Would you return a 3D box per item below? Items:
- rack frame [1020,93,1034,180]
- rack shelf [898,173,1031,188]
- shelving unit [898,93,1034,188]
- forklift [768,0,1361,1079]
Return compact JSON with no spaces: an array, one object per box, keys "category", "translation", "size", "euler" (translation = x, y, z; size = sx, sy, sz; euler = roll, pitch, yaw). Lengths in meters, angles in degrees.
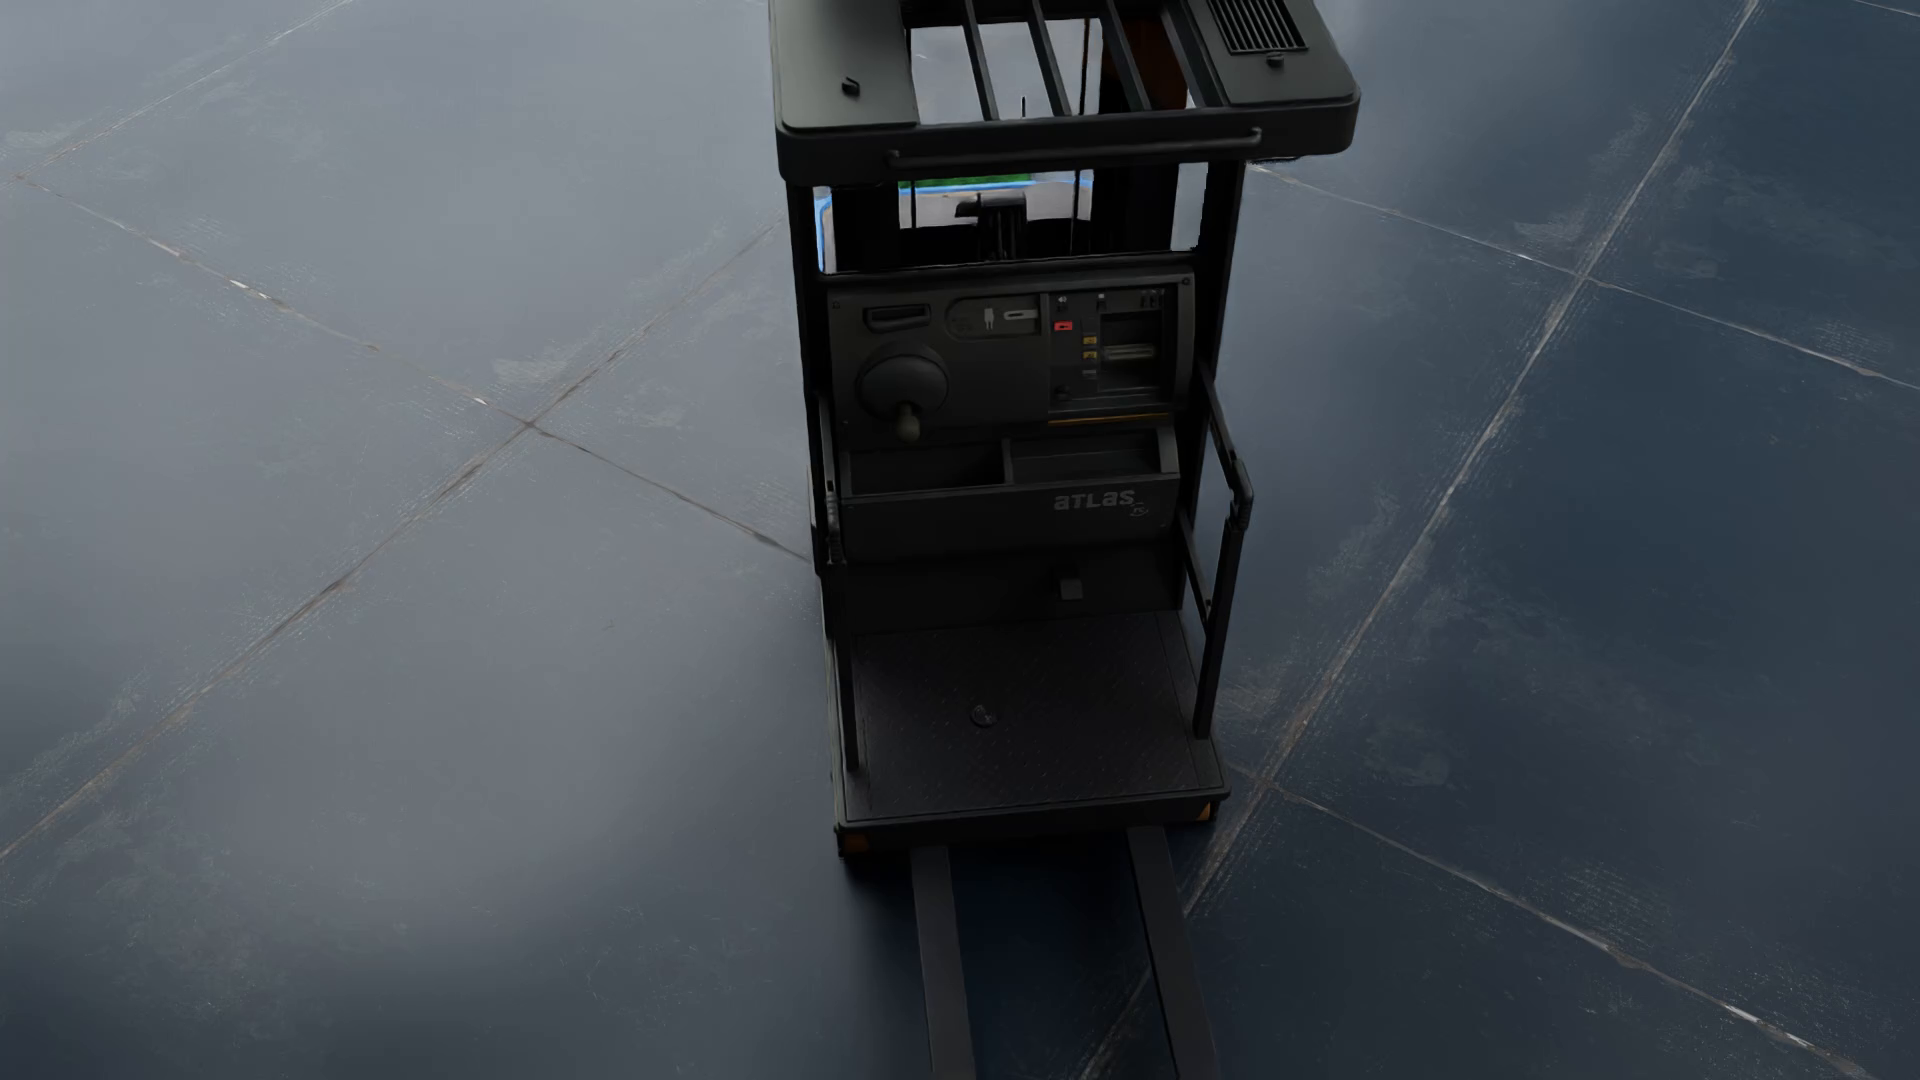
[{"category":"rack frame","translation":[0.222,-0.977,5.863],"size":[0.015,1.200,0.240],"euler":[-5,46,-4]},{"category":"rack shelf","translation":[-0.021,-1.248,5.546],"size":[0.480,0.148,0.258],"euler":[-5,46,-4]},{"category":"shelving unit","translation":[-0.021,-0.958,5.844],"size":[0.503,1.200,0.258],"euler":[-5,46,-4]},{"category":"forklift","translation":[0.160,-0.375,4.071],"size":[1.130,2.935,3.031],"euler":[-5,46,-4]}]
